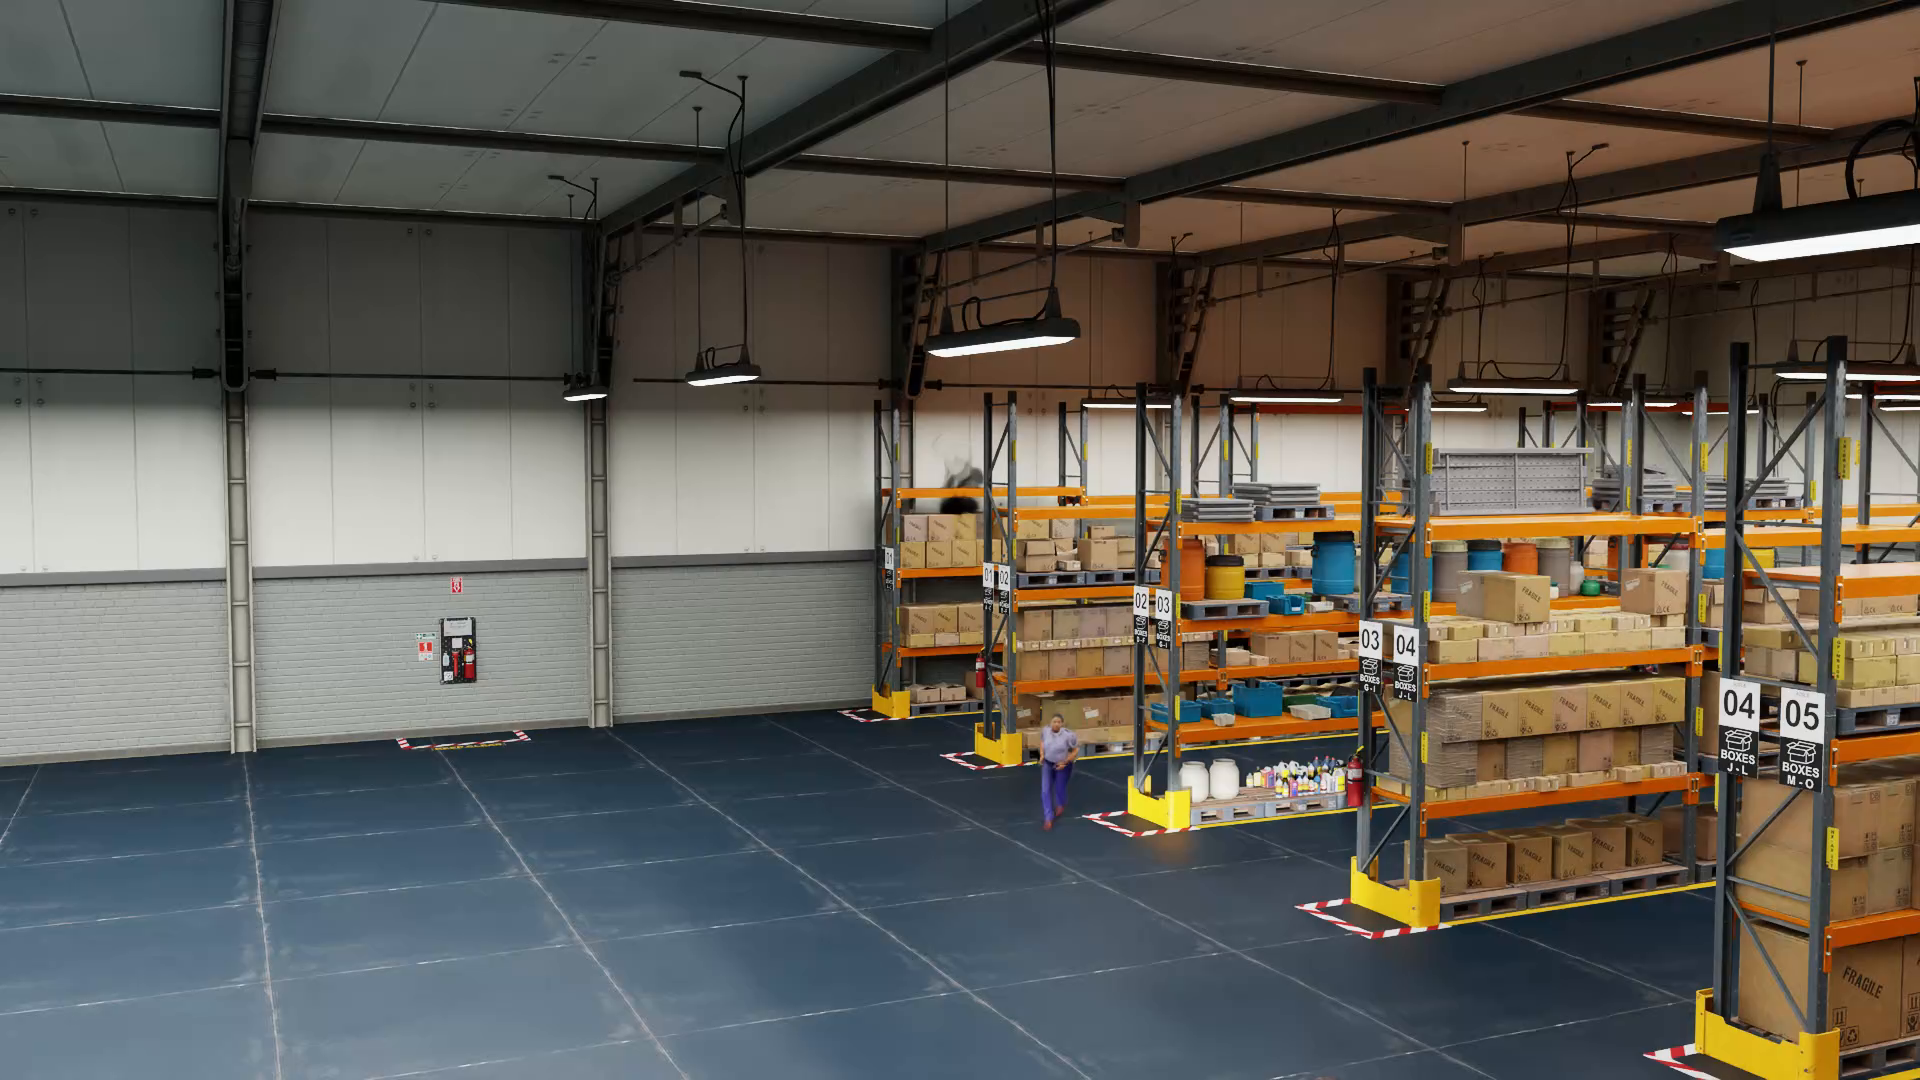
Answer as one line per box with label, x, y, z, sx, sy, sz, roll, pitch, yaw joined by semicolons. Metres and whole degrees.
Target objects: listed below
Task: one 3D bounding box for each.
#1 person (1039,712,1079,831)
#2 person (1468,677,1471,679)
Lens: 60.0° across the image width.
person;1.370;3.082;22.554;0.581;1.604;0.891;1;3;17
person;8.228;2.701;27.868;0.923;1.657;0.579;-3;4;-37
